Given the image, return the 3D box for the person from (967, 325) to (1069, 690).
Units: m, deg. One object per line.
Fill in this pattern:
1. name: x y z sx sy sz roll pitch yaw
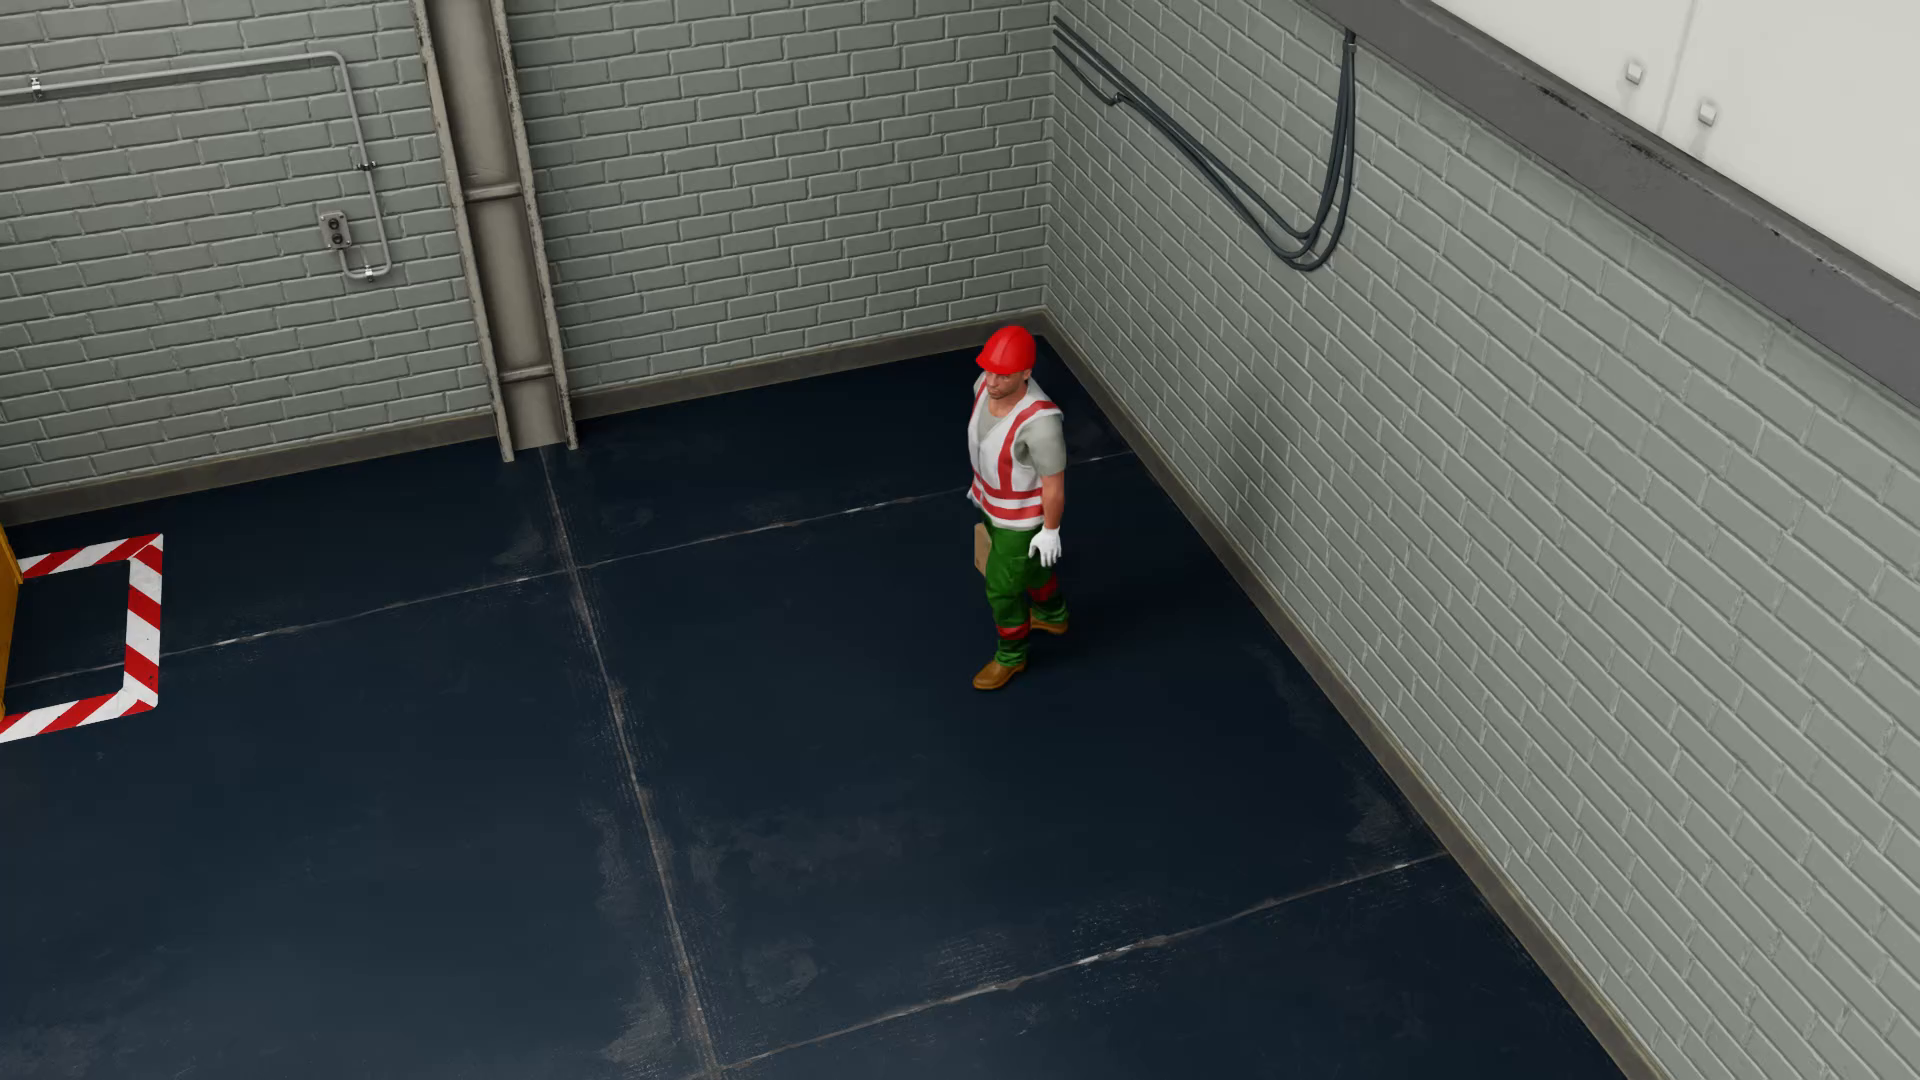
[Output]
1. person: 0.273 -0.166 6.985 0.567 1.775 0.577 -17 41 -21
